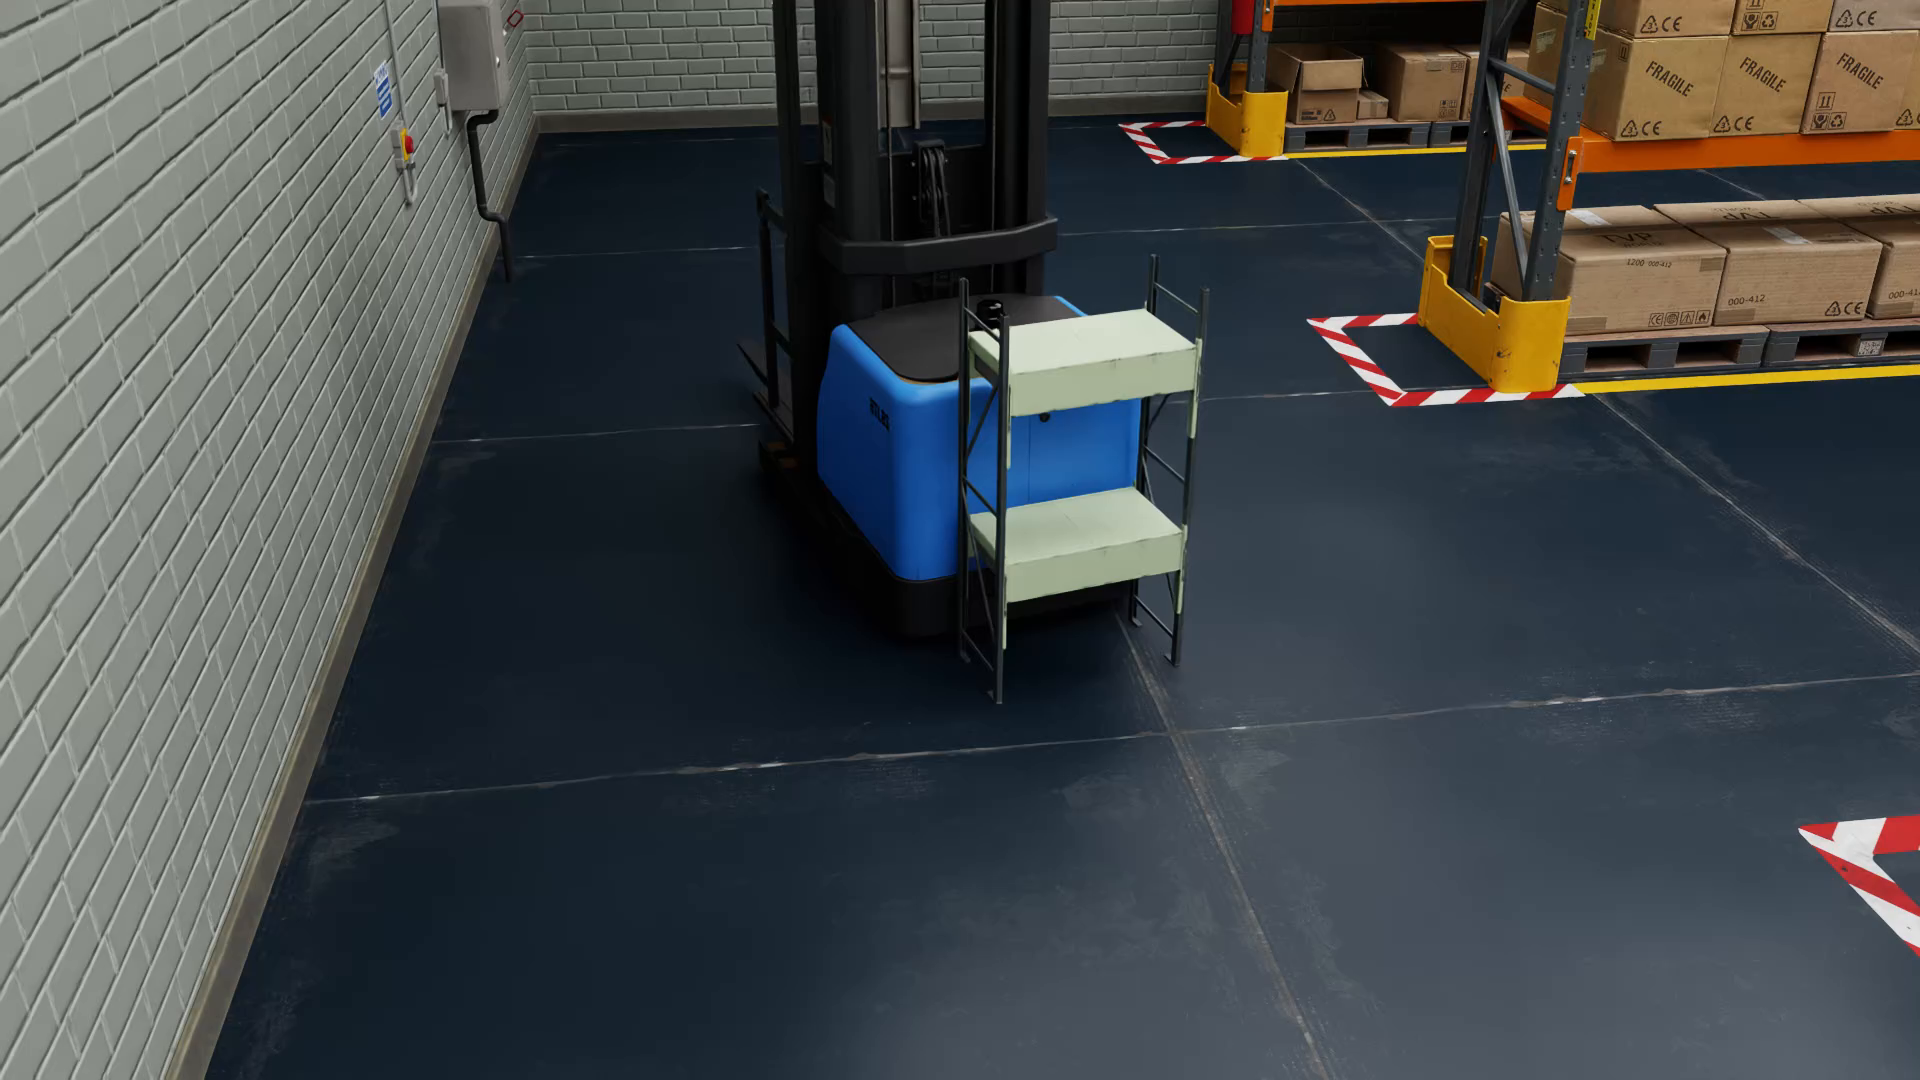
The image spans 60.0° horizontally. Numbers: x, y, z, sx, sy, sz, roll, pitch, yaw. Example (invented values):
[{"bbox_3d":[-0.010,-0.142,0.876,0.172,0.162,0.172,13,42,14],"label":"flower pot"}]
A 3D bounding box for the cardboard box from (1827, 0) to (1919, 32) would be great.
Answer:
[{"bbox_3d":[4.476,-2.842,8.297,0.500,0.500,0.500,-4,27,-8],"label":"cardboard box"}]

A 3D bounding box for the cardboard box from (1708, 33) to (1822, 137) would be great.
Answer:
[{"bbox_3d":[3.954,-2.368,8.470,0.500,0.500,0.500,-4,27,-8],"label":"cardboard box"}]

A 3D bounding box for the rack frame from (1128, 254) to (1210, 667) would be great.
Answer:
[{"bbox_3d":[0.757,-0.269,6.123,0.023,1.500,0.400,-10,30,-19],"label":"rack frame"}]

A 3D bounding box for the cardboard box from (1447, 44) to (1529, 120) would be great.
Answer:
[{"bbox_3d":[4.255,-3.718,13.488,0.500,0.500,0.500,-3,27,-6],"label":"cardboard box"}]

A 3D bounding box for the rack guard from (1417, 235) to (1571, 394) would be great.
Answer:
[{"bbox_3d":[2.918,-1.265,9.167,0.348,0.500,1.175,-4,27,-7],"label":"rack guard"}]

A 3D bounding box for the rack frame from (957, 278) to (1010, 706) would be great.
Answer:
[{"bbox_3d":[0.075,-0.147,5.885,0.023,1.500,0.400,-10,30,-19],"label":"rack frame"}]

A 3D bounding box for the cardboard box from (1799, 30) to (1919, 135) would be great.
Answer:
[{"bbox_3d":[4.460,-2.392,8.517,0.500,0.500,0.500,-4,27,-7],"label":"cardboard box"}]

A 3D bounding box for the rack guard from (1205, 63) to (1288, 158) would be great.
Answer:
[{"bbox_3d":[2.322,-3.515,13.552,0.348,0.500,1.175,-4,27,-7],"label":"rack guard"}]

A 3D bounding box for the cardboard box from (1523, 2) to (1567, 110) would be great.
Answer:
[{"bbox_3d":[3.382,-2.573,8.869,0.500,0.500,0.500,-4,27,-7],"label":"cardboard box"}]

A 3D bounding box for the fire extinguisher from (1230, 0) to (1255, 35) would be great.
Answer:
[{"bbox_3d":[2.165,-4.203,12.649,0.183,0.674,0.296,-4,27,-7],"label":"fire extinguisher"}]

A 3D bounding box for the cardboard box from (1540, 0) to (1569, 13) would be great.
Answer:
[{"bbox_3d":[3.386,-3.006,8.618,0.500,0.500,0.500,-3,27,-5],"label":"cardboard box"}]

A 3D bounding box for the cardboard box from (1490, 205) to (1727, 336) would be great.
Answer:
[{"bbox_3d":[3.581,-1.512,9.258,0.875,0.438,0.875,-5,28,-9],"label":"cardboard box"}]

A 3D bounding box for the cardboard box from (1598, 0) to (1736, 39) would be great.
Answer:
[{"bbox_3d":[3.457,-2.769,8.157,0.500,0.500,0.500,-4,27,-8],"label":"cardboard box"}]

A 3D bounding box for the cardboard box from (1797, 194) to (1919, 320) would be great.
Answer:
[{"bbox_3d":[5.380,-1.631,9.489,0.875,0.438,0.875,-4,27,-9],"label":"cardboard box"}]

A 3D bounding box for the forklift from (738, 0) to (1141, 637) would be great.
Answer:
[{"bbox_3d":[-0.301,-1.583,7.124,1.130,2.935,3.031,-10,29,-19],"label":"forklift"}]

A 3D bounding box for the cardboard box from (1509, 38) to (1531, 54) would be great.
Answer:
[{"bbox_3d":[4.745,-3.795,13.639,0.500,0.500,0.700,-5,28,-9],"label":"cardboard box"}]

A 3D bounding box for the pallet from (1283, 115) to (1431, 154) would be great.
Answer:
[{"bbox_3d":[3.111,-3.437,13.718,1.213,0.211,1.003,-4,27,-7],"label":"pallet"}]

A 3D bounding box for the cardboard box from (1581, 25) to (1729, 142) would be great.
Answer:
[{"bbox_3d":[3.457,-2.323,8.383,0.500,0.500,0.500,-4,27,-8],"label":"cardboard box"}]

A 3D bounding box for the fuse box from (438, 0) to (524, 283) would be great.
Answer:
[{"bbox_3d":[-2.787,-2.395,10.043,0.414,1.711,0.539,-4,27,-7],"label":"fuse box"}]

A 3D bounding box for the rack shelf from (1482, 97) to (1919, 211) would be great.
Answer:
[{"bbox_3d":[4.922,-2.185,9.011,4.000,0.370,1.077,-4,27,-7],"label":"rack shelf"}]

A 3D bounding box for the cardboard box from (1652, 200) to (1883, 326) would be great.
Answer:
[{"bbox_3d":[4.486,-1.574,9.379,0.875,0.438,0.875,-3,27,-6],"label":"cardboard box"}]

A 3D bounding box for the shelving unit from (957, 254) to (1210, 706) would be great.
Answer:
[{"bbox_3d":[0.416,-0.208,6.004,0.755,1.500,0.431,-10,30,-19],"label":"shelving unit"}]

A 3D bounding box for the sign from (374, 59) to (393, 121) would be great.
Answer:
[{"bbox_3d":[-2.693,-2.103,7.768,0.001,0.218,0.327,-4,27,-7],"label":"sign"}]

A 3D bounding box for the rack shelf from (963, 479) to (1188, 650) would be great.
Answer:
[{"bbox_3d":[0.414,0.080,6.157,0.720,0.370,0.431,-10,30,-19],"label":"rack shelf"}]

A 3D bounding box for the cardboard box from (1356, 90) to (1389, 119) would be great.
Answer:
[{"bbox_3d":[3.291,-3.546,13.538,0.250,0.149,0.380,-5,28,-9],"label":"cardboard box"}]

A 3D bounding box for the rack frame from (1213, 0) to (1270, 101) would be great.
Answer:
[{"bbox_3d":[2.246,-4.622,12.972,0.127,3.000,1.000,-4,27,-7],"label":"rack frame"}]

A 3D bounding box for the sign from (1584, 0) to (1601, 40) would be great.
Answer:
[{"bbox_3d":[3.013,-2.547,7.894,0.005,0.325,0.100,-4,27,-7],"label":"sign"}]

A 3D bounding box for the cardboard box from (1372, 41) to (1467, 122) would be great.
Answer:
[{"bbox_3d":[3.717,-3.729,13.511,0.500,0.500,0.700,-3,27,-5],"label":"cardboard box"}]

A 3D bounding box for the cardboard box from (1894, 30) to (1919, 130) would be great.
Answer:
[{"bbox_3d":[4.954,-2.432,8.594,0.500,0.500,0.500,-3,27,-5],"label":"cardboard box"}]

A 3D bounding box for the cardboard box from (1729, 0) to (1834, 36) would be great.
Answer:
[{"bbox_3d":[3.967,-2.805,8.227,0.500,0.500,0.500,-4,27,-9],"label":"cardboard box"}]

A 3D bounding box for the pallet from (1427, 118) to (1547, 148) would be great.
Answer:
[{"bbox_3d":[4.316,-3.513,13.866,1.213,0.211,1.003,-4,27,-7],"label":"pallet"}]

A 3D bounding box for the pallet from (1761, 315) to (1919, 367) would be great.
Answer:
[{"bbox_3d":[4.928,-1.300,9.552,1.213,0.211,1.003,-4,27,-7],"label":"pallet"}]

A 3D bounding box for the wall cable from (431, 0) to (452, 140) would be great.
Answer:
[{"bbox_3d":[-2.848,-3.101,8.896,0.122,1.984,0.588,-4,27,-7],"label":"wall cable"}]

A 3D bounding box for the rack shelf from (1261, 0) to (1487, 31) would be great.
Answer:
[{"bbox_3d":[4.227,-4.429,13.384,4.000,0.370,1.077,-4,27,-7],"label":"rack shelf"}]

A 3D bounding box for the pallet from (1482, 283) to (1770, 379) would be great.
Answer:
[{"bbox_3d":[3.723,-1.224,9.404,1.213,0.211,1.003,-4,27,-7],"label":"pallet"}]

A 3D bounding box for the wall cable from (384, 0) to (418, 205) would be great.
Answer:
[{"bbox_3d":[-2.639,-2.475,7.640,0.123,1.953,0.585,-4,27,-7],"label":"wall cable"}]

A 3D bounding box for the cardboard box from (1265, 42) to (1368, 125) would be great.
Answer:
[{"bbox_3d":[2.865,-3.694,13.438,0.637,0.503,0.797,-5,28,-9],"label":"cardboard box"}]

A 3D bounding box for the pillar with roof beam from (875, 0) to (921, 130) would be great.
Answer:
[{"bbox_3d":[0.051,-5.581,8.269,0.400,9.000,9.100,-4,27,-7],"label":"pillar with roof beam"}]

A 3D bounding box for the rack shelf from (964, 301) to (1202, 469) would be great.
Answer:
[{"bbox_3d":[0.418,-0.552,5.821,0.720,0.370,0.431,-10,30,-19],"label":"rack shelf"}]

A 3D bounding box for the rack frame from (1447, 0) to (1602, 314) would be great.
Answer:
[{"bbox_3d":[2.942,-2.378,8.599,0.127,3.000,1.000,-4,27,-7],"label":"rack frame"}]
